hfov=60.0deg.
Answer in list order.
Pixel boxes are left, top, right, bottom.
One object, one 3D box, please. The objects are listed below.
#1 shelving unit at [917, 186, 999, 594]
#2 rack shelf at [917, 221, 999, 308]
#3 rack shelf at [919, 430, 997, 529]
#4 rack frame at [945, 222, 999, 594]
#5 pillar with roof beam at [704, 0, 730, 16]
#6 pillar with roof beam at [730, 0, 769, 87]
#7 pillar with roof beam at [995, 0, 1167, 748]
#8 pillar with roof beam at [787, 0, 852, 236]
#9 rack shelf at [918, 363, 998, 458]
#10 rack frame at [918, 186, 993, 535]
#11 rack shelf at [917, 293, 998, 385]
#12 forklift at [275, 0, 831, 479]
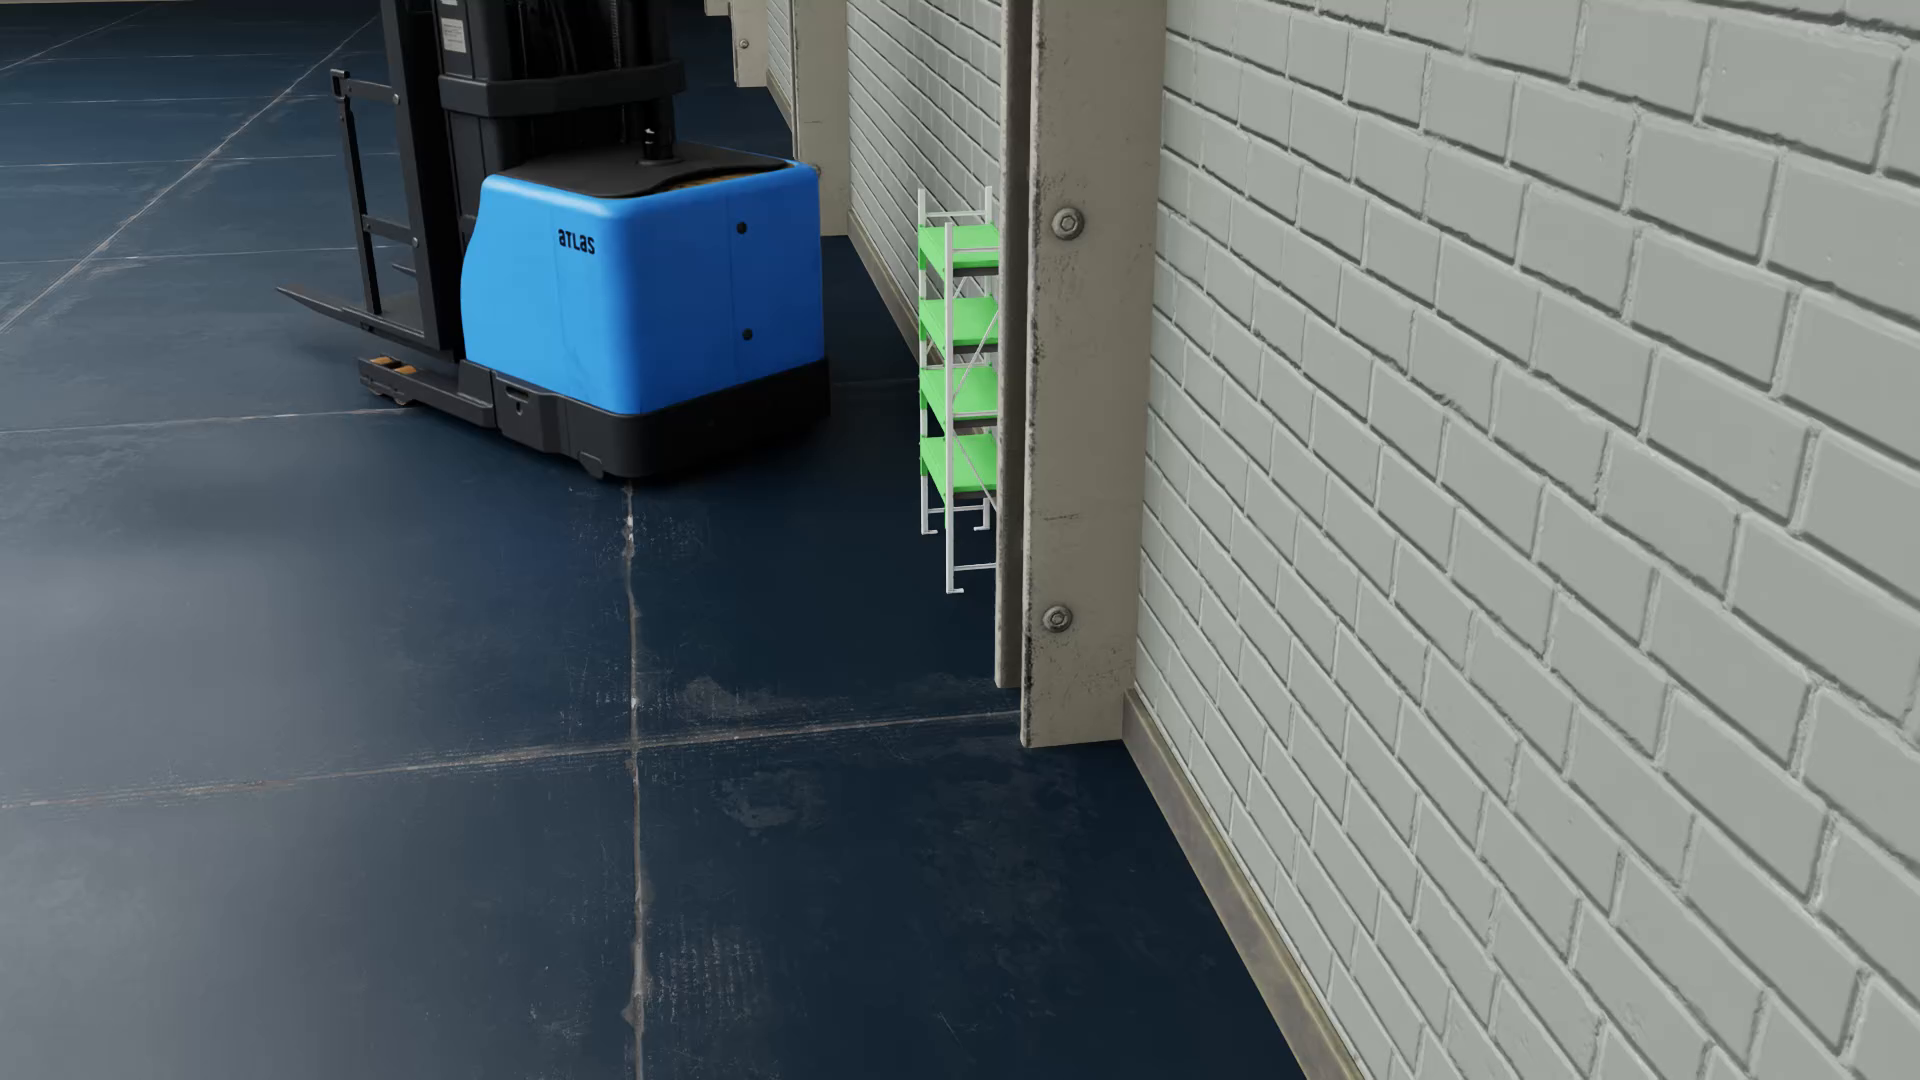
[{"bbox_3d":[0.031,-0.485,5.361,0.258,1.200,0.503,-4,24,-10],"label":"shelving unit"},{"bbox_3d":[0.031,-0.866,5.194,0.258,0.148,0.480,-4,24,-10],"label":"rack shelf"},{"bbox_3d":[0.031,-0.206,5.482,0.258,0.148,0.480,-4,24,-10],"label":"rack shelf"},{"bbox_3d":[0.076,-0.389,5.141,0.240,1.200,0.015,-4,24,-10],"label":"rack frame"},{"bbox_3d":[-7.271,-10.415,18.354,9.100,9.000,0.400,-4,24,-10],"label":"pillar with roof beam"},{"bbox_3d":[-6.162,-8.055,12.950,9.100,9.000,0.400,-4,24,-10],"label":"pillar with roof beam"},{"bbox_3d":[-3.943,-3.335,2.143,9.100,9.000,0.400,-4,24,-10],"label":"pillar with roof beam"},{"bbox_3d":[-5.052,-5.695,7.547,9.100,9.000,0.400,-4,24,-10],"label":"pillar with roof beam"},{"bbox_3d":[0.031,-0.426,5.386,0.258,0.148,0.480,-4,24,-10],"label":"rack shelf"},{"bbox_3d":[-0.015,-0.581,5.581,0.240,1.200,0.015,-4,24,-10],"label":"rack frame"},{"bbox_3d":[0.031,-0.646,5.290,0.258,0.148,0.480,-4,24,-10],"label":"rack shelf"},{"bbox_3d":[-1.953,-2.050,6.782,3.031,2.935,1.130,20,31,38],"label":"forklift"}]
